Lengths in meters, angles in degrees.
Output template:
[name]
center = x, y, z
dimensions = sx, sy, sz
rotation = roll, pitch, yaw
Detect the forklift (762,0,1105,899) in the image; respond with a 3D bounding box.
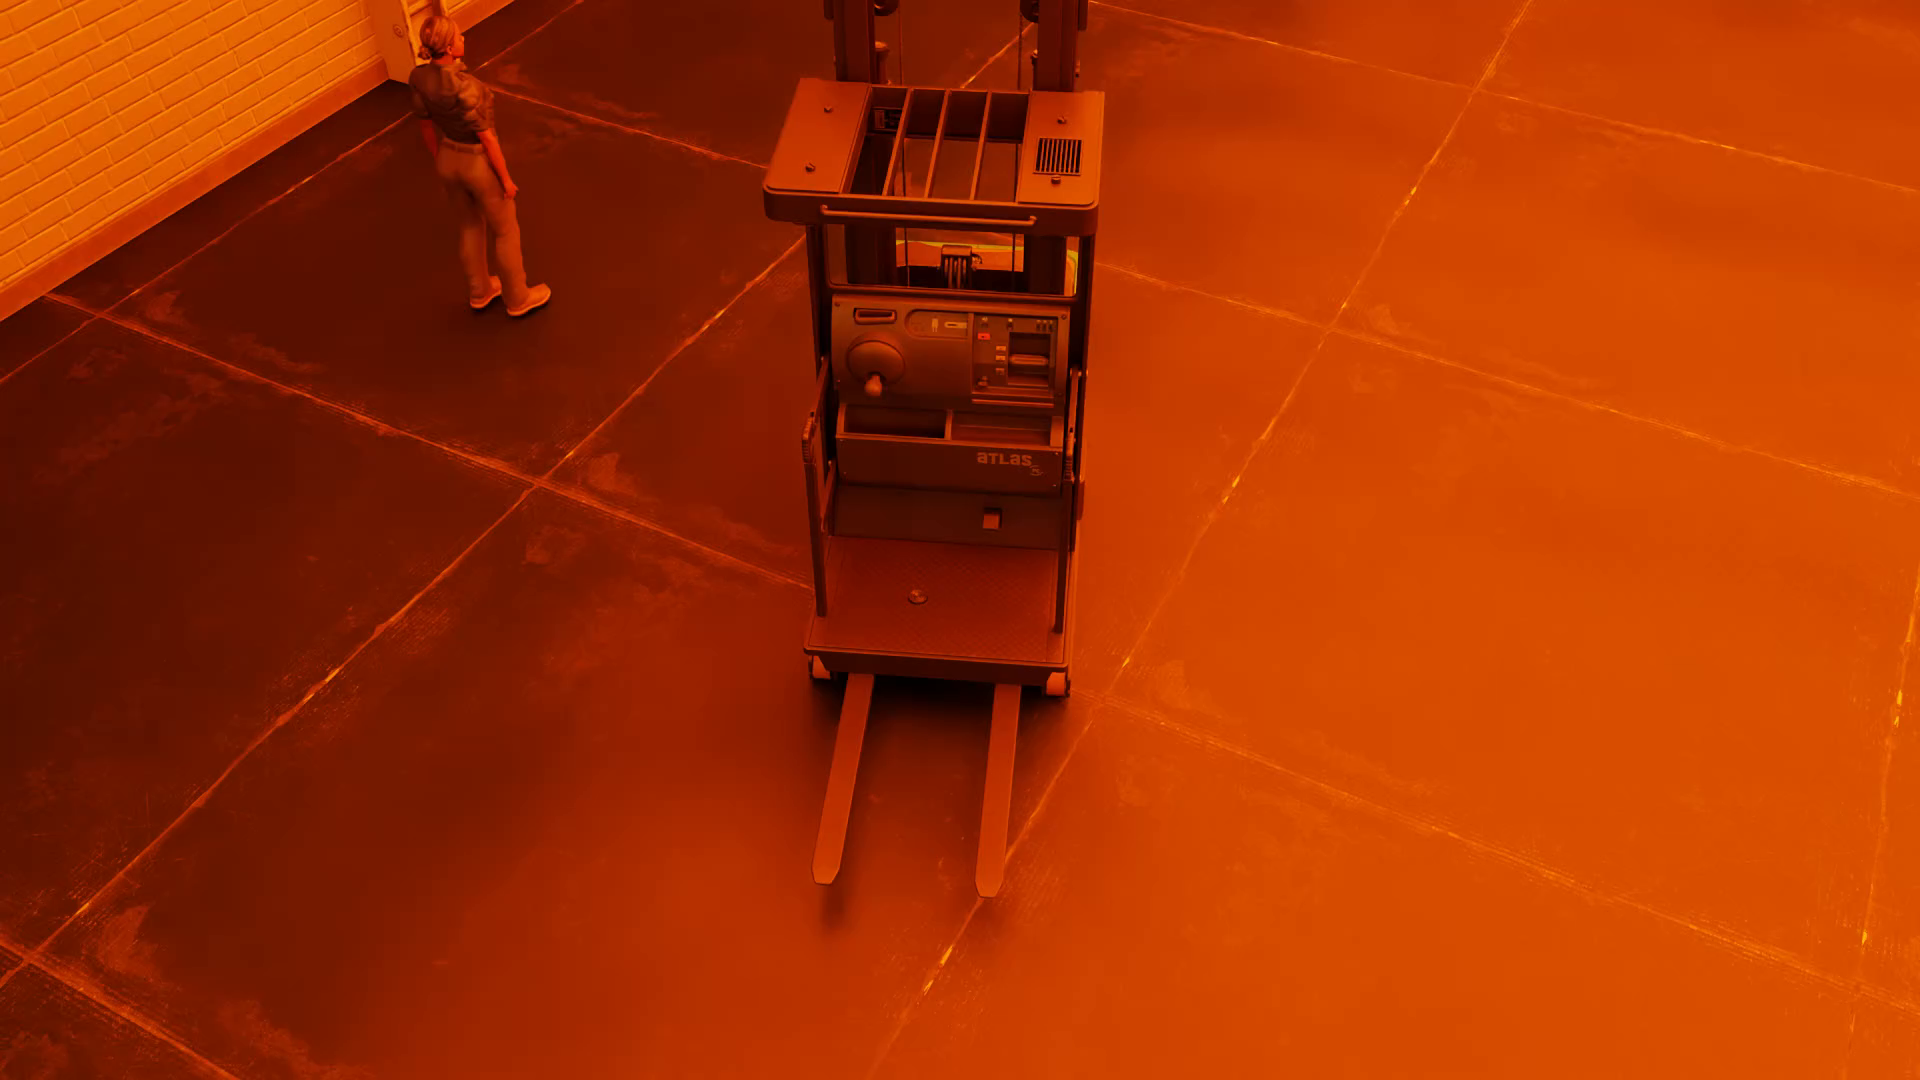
[forklift]
center = -0.059, -0.651, 6.345
dimensions = 1.130, 2.935, 3.031
rotation = 4, 43, 4

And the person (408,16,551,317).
[person]
center = -2.492, -1.924, 8.569
dimensions = 0.492, 1.661, 0.341
rotation = 19, 47, 19
